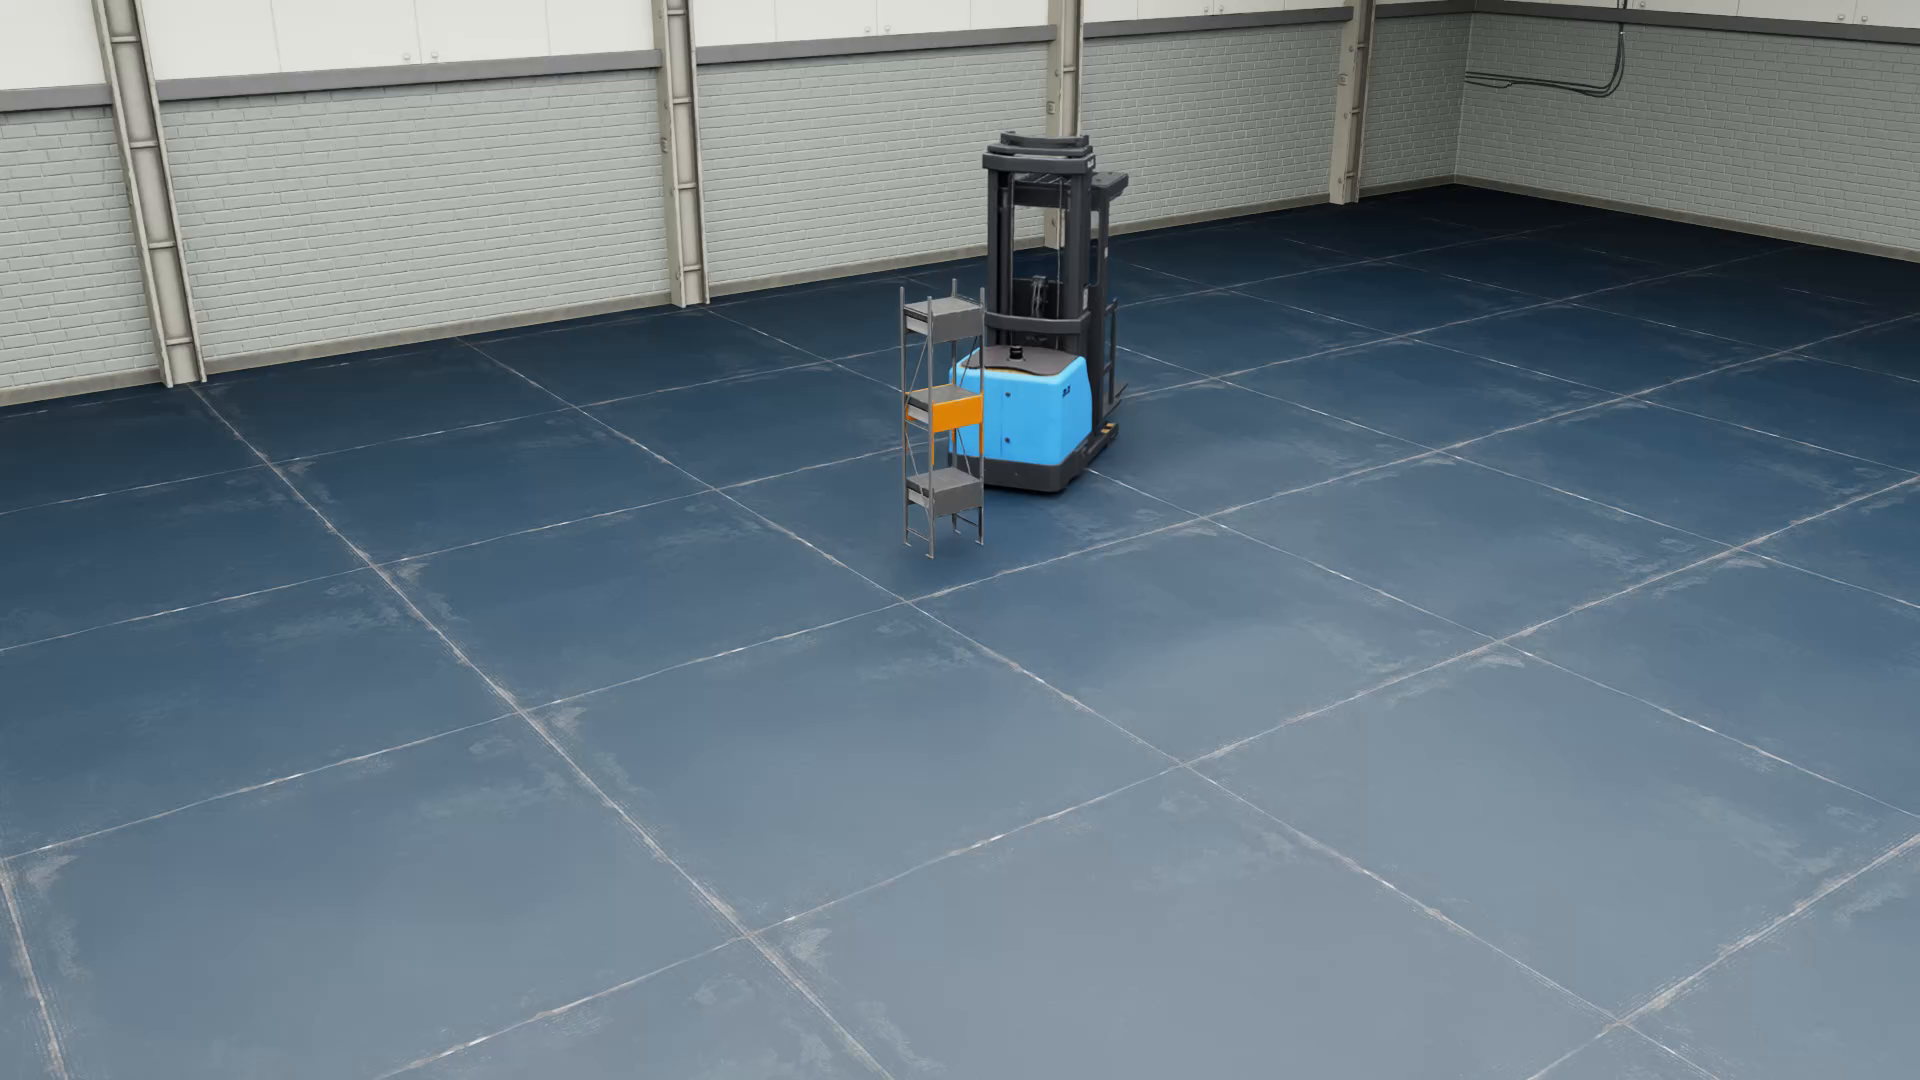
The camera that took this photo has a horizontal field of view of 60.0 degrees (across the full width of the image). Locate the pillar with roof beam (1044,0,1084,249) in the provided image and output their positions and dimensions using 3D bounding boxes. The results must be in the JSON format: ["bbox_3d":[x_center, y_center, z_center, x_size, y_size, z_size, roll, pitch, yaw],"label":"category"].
[{"bbox_3d":[3.981,-7.175,19.331,0.400,9.000,9.100,-15,26,-33],"label":"pillar with roof beam"}]

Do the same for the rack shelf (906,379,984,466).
[{"bbox_3d":[-0.134,-0.927,13.017,0.480,0.518,0.431,-15,26,-33],"label":"rack shelf"}]

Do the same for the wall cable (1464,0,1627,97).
[{"bbox_3d":[9.501,-8.567,27.007,0.112,2.526,3.097,-15,26,-33],"label":"wall cable"}]

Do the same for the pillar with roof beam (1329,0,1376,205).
[{"bbox_3d":[8.852,-8.474,22.585,0.400,9.000,9.100,-15,26,-33],"label":"pillar with roof beam"}]

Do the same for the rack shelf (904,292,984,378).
[{"bbox_3d":[-0.134,-1.577,12.758,0.480,0.518,0.431,-15,26,-33],"label":"rack shelf"}]

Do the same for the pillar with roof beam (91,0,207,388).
[{"bbox_3d":[-5.760,-4.578,12.821,0.400,9.000,9.100,-15,26,-33],"label":"pillar with roof beam"}]

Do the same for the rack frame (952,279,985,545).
[{"bbox_3d":[0.064,-0.992,13.144,0.015,2.100,0.400,-15,26,-33],"label":"rack frame"}]

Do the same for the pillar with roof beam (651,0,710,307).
[{"bbox_3d":[-0.889,-5.877,16.076,0.400,9.000,9.100,-15,26,-33],"label":"pillar with roof beam"}]

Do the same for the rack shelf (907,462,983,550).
[{"bbox_3d":[-0.134,-0.277,13.276,0.480,0.518,0.431,-15,26,-33],"label":"rack shelf"}]

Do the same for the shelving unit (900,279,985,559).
[{"bbox_3d":[-0.134,-0.939,13.012,0.503,2.100,0.431,-15,26,-33],"label":"shelving unit"}]

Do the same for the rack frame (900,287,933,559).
[{"bbox_3d":[-0.332,-0.887,12.880,0.015,2.100,0.400,-15,26,-33],"label":"rack frame"}]

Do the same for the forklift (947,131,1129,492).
[{"bbox_3d":[0.874,-2.291,15.277,1.130,2.935,3.031,8,23,19],"label":"forklift"}]
